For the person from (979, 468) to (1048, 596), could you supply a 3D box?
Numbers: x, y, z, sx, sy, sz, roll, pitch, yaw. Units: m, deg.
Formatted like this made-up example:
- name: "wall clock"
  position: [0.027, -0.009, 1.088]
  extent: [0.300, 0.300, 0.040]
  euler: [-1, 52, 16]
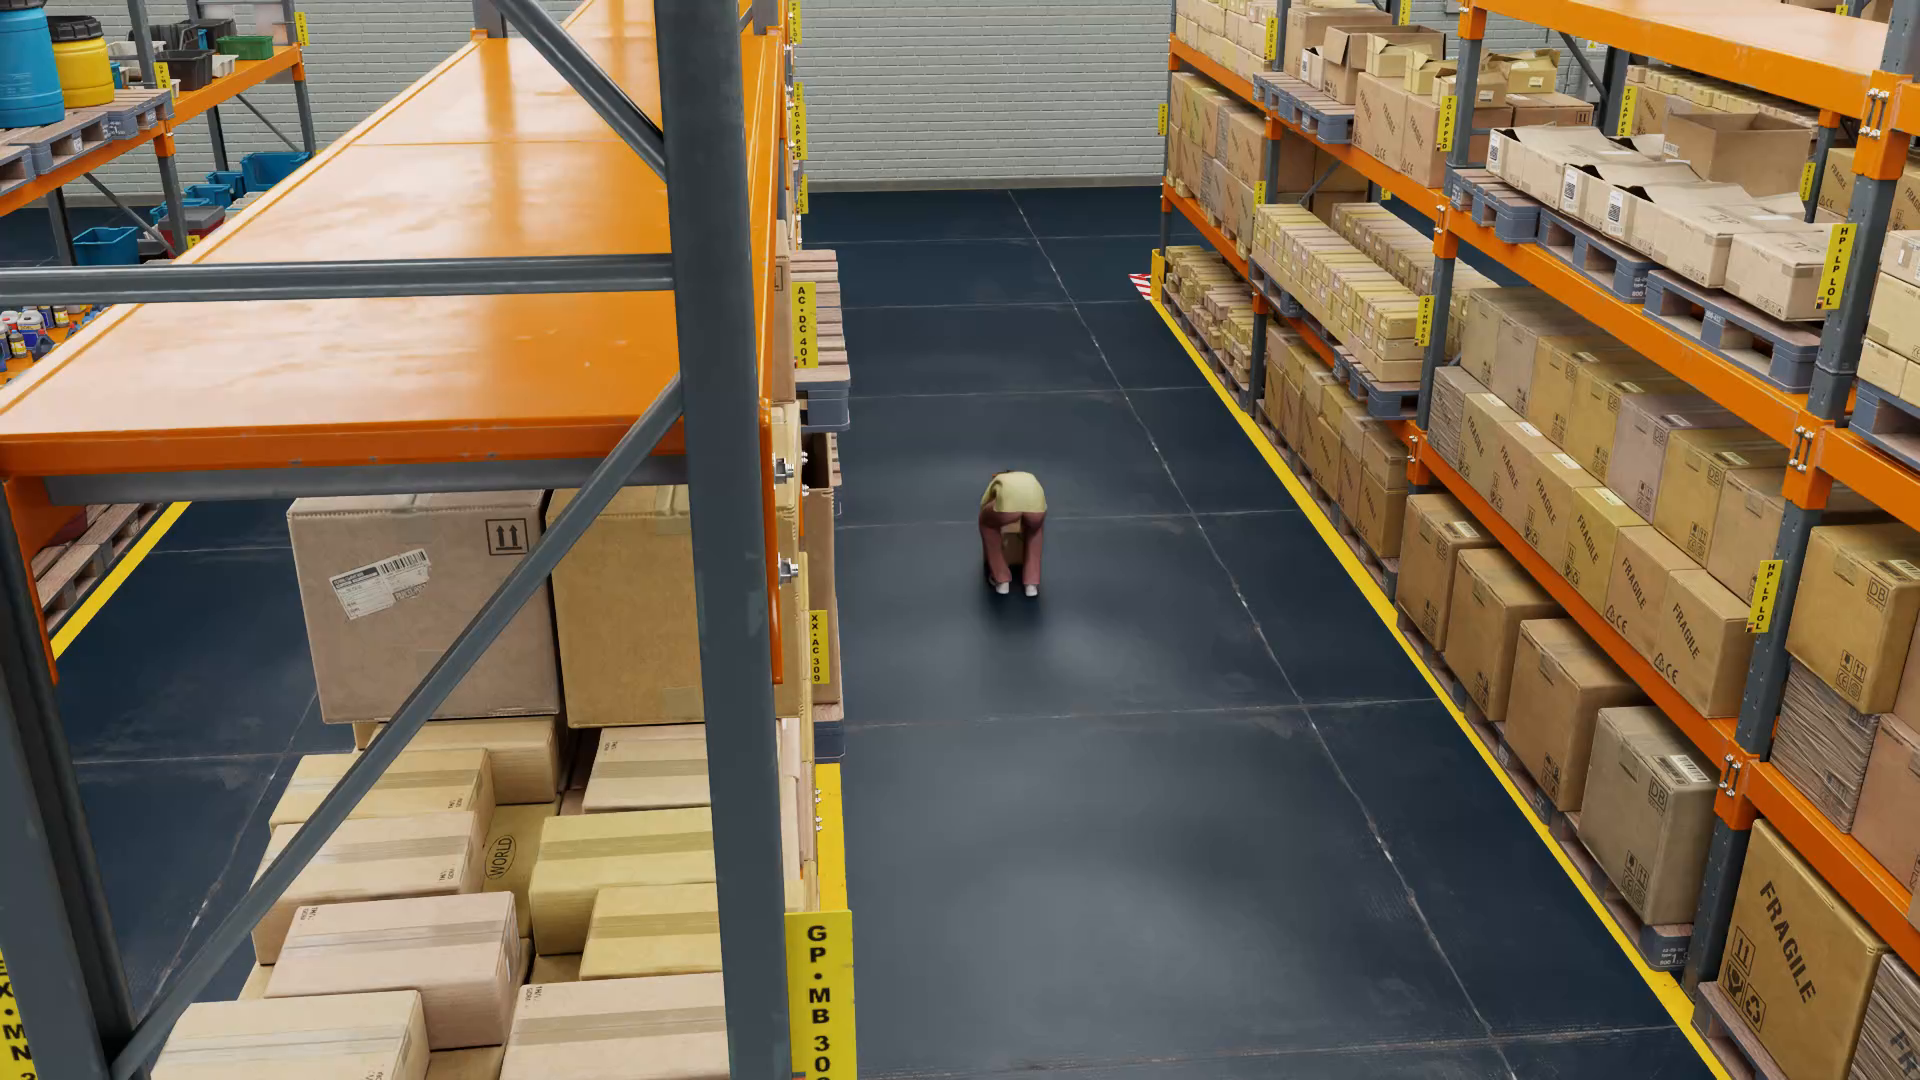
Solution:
- name: "person"
  position: [0.360, -0.112, 11.566]
  extent: [0.461, 0.864, 0.849]
  euler: [-3, 24, -8]
